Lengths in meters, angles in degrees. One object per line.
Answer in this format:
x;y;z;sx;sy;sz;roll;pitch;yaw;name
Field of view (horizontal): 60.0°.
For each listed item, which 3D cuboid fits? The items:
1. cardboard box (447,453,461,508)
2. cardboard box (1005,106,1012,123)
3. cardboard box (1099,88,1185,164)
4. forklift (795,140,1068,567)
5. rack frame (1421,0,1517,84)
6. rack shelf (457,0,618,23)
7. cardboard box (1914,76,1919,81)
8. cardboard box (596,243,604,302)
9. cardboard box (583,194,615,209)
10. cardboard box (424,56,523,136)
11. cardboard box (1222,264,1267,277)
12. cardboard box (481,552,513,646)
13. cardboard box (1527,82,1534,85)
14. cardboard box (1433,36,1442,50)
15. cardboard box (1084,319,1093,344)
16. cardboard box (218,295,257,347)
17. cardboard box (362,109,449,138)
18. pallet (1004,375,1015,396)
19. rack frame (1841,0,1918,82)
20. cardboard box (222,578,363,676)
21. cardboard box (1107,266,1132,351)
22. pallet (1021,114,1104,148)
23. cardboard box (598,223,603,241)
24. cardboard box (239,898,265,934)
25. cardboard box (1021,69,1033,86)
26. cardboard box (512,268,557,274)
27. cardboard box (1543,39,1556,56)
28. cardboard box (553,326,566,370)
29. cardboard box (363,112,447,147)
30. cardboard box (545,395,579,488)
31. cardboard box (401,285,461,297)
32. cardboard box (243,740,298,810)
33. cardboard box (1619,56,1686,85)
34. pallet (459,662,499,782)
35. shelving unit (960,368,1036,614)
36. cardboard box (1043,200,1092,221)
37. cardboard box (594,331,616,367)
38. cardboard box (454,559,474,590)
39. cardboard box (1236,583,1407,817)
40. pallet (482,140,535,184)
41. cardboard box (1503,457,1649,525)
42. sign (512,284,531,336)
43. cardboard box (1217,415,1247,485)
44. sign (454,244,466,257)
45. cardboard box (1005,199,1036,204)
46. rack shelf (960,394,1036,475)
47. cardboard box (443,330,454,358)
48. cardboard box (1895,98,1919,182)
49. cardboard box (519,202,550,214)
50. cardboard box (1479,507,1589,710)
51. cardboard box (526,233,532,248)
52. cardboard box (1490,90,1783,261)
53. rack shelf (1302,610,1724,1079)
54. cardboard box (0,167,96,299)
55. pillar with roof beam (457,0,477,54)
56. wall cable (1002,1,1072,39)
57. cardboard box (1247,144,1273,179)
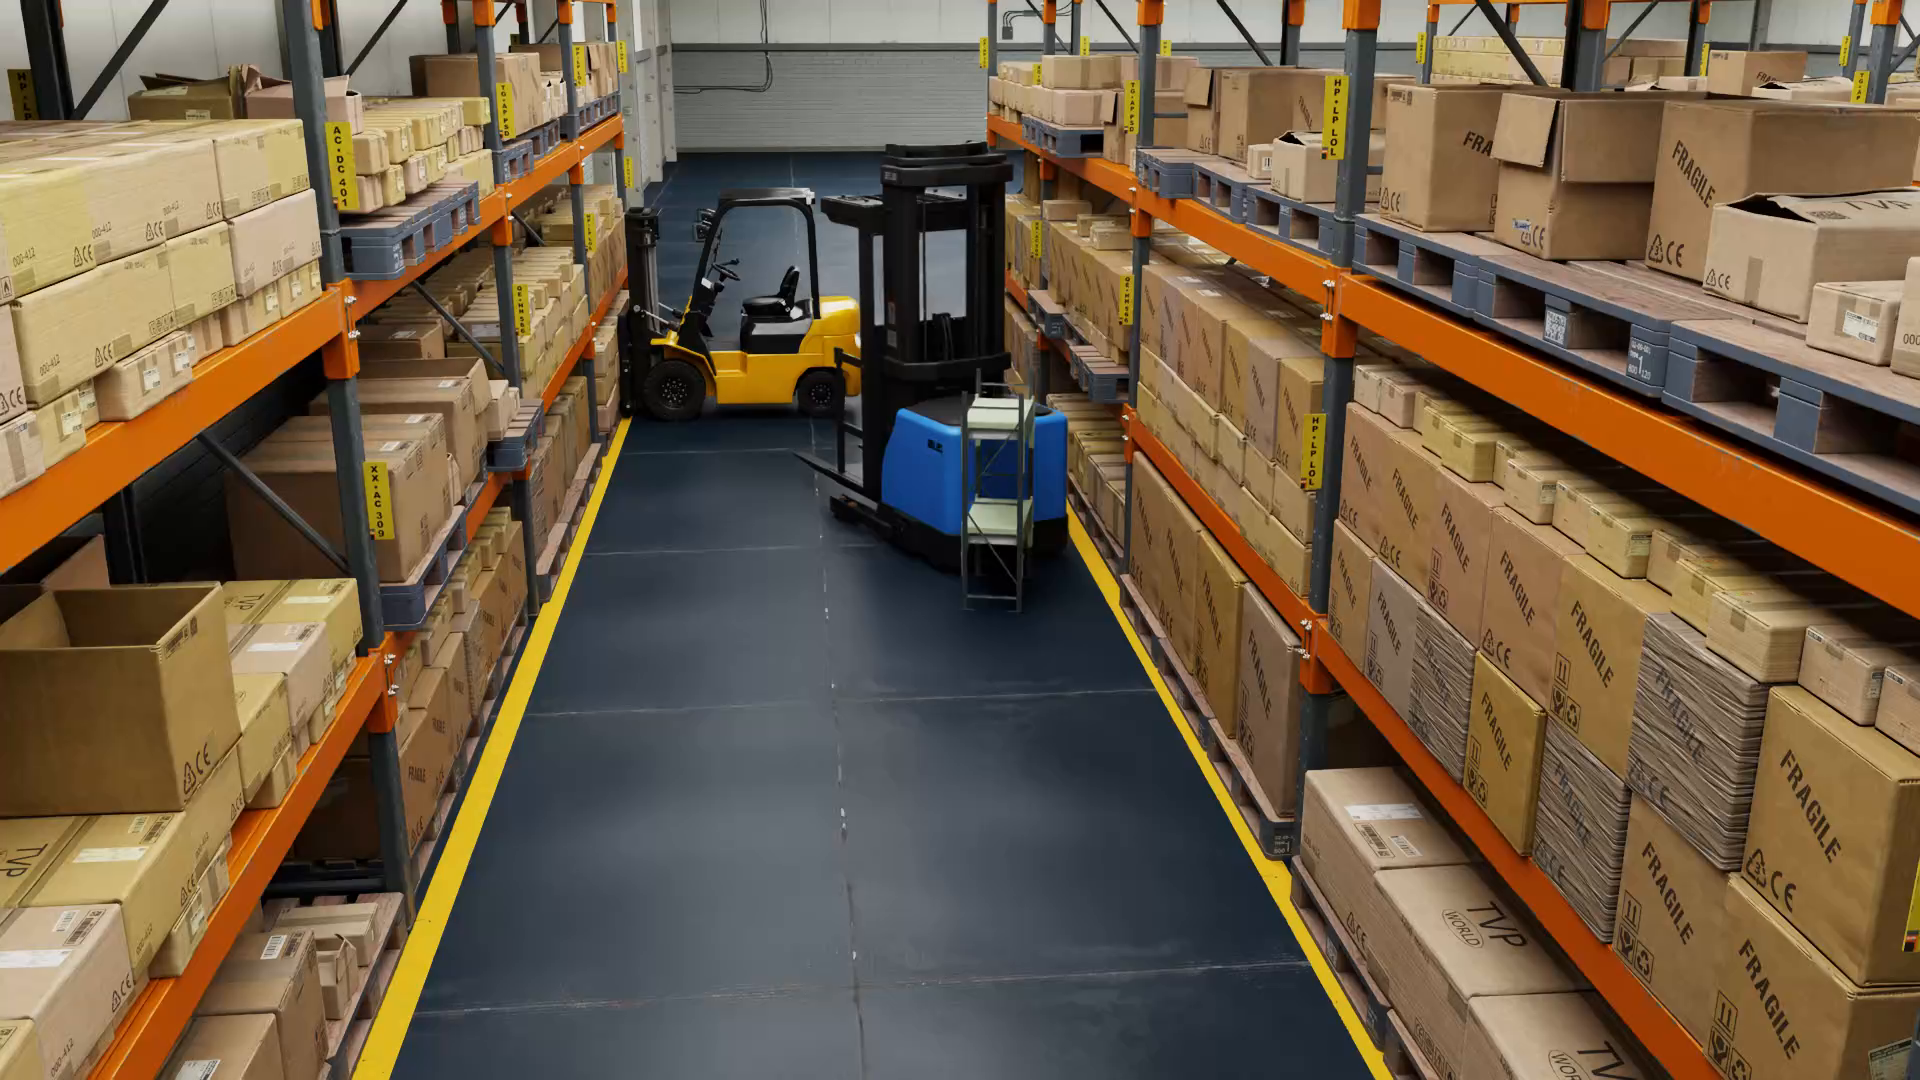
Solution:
-2.657;-0.288;8.111;0.396;0.266;0.258;-1;17;-3;cardboard box
0.653;-4.274;16.693;0.380;0.149;0.250;-2;17;-5;cardboard box
1.444;-3.006;12.065;0.797;0.503;0.637;-2;18;-6;cardboard box
-0.378;-1.593;12.859;1.130;2.935;3.031;-10;20;-29;forklift
5.717;-6.501;18.362;1.000;3.000;0.127;-2;18;-6;rack frame
-3.926;-5.034;15.556;1.077;0.370;4.000;-2;18;-6;rack shelf
10.517;-4.915;17.902;0.380;0.149;0.250;-2;18;-6;cardboard box
-3.576;-2.452;15.314;0.500;0.500;0.500;-1;17;-5;cardboard box
-3.687;-3.400;16.753;0.380;0.149;0.250;-1;17;-4;cardboard box
-3.140;-2.868;10.763;0.500;0.500;0.500;-2;18;-5;cardboard box
1.943;-1.451;10.456;0.500;0.500;0.500;-2;18;-7;cardboard box
-3.009;0.343;10.049;0.500;0.500;0.500;-2;18;-6;cardboard box
5.694;-4.333;16.016;0.380;0.149;0.250;-2;18;-5;cardboard box
5.435;-5.470;18.303;0.380;0.149;0.250;-2;17;-5;cardboard box
1.131;-1.552;12.330;0.380;0.149;0.250;-1;17;-5;cardboard box
-2.502;-0.713;5.352;0.380;0.149;0.250;-2;18;-6;cardboard box
-2.844;-2.130;8.534;0.380;0.149;0.250;-2;18;-5;cardboard box
0.983;-1.497;17.093;1.003;0.211;1.213;-2;18;-6;pallet
10.661;-6.624;18.754;1.000;3.000;0.127;-2;18;-6;rack frame
-2.600;0.348;6.316;0.500;0.250;0.500;-1;17;-4;cardboard box
1.306;-1.589;11.367;0.500;0.500;0.500;-2;18;-7;cardboard box
1.174;-3.419;13.864;1.213;0.211;1.003;-2;18;-6;pallet
-3.551;-2.878;15.586;0.380;0.149;0.250;-2;18;-6;cardboard box
-3.062;1.560;6.487;0.500;0.311;0.500;-1;17;-4;cardboard box
0.769;-4.272;15.358;0.380;0.149;0.250;-1;17;-4;cardboard box
-3.303;-1.992;12.765;0.380;0.149;0.250;-2;18;-5;cardboard box
5.724;-4.636;15.649;0.380;0.149;0.250;-2;18;-6;cardboard box
-3.269;-1.444;12.519;0.500;0.250;0.500;-1;17;-4;cardboard box
-2.707;-1.987;8.046;0.380;0.149;0.250;-2;18;-5;cardboard box
-3.583;-0.791;13.451;0.875;0.625;0.625;-2;18;-6;cardboard box
-3.800;-1.742;11.970;0.380;0.149;0.250;-2;18;-7;cardboard box
-2.457;0.789;5.577;0.380;0.149;0.250;-2;18;-6;cardboard box
6.358;-4.351;15.407;0.500;0.250;0.500;-2;18;-5;cardboard box
-3.145;0.999;9.144;1.003;0.211;1.213;-2;18;-6;pallet
0.261;-0.343;11.267;0.431;1.500;0.755;2;18;7;shelving unit
0.913;-2.813;14.181;0.380;0.149;0.250;-2;18;-6;cardboard box
-3.501;-1.782;15.565;0.500;0.250;0.500;-2;18;-6;cardboard box
-2.954;0.219;9.362;0.380;0.149;0.250;-2;18;-6;cardboard box
1.898;0.750;8.125;0.875;0.875;0.875;-1;17;-4;cardboard box
-3.466;-2.458;10.808;1.213;0.211;1.003;-1;17;-3;pallet
1.955;-0.159;5.255;0.380;0.149;0.250;-2;18;-5;cardboard box
-2.769;-1.452;10.494;0.100;0.325;0.005;-2;18;-6;sign
1.636;-0.474;8.596;0.500;0.250;0.500;-1;17;-4;cardboard box
-4.272;-2.543;14.192;0.100;0.325;0.005;-2;18;-6;sign
0.634;-3.342;17.650;0.500;0.500;0.500;-1;17;-4;cardboard box
0.261;-0.716;11.150;0.431;0.370;0.720;2;18;7;rack shelf
-3.630;-1.210;10.940;0.500;0.250;0.500;-1;17;-4;cardboard box
6.337;-2.556;10.636;0.500;0.500;0.500;-2;18;-6;cardboard box
-4.149;-3.154;15.968;0.380;0.149;0.250;-1;17;-4;cardboard box
1.987;0.198;5.203;0.500;0.500;0.500;-2;18;-6;cardboard box
-4.088;-2.707;15.043;0.380;0.149;0.250;-1;17;-4;cardboard box
2.213;-1.208;5.470;0.797;0.503;0.637;0;17;-1;cardboard box
2.248;1.058;5.499;1.077;0.370;4.000;-2;18;-6;rack shelf
-2.378;-0.716;3.861;0.500;0.250;0.500;-2;18;-6;cardboard box
-0.675;-6.061;16.961;9.100;9.000;0.400;-2;18;-6;pillar with roof beam
2.404;-17.696;48.343;2.305;6.003;0.169;-2;18;-6;wall cable
1.698;-1.959;8.592;0.380;0.166;0.250;0;17;-1;cardboard box
